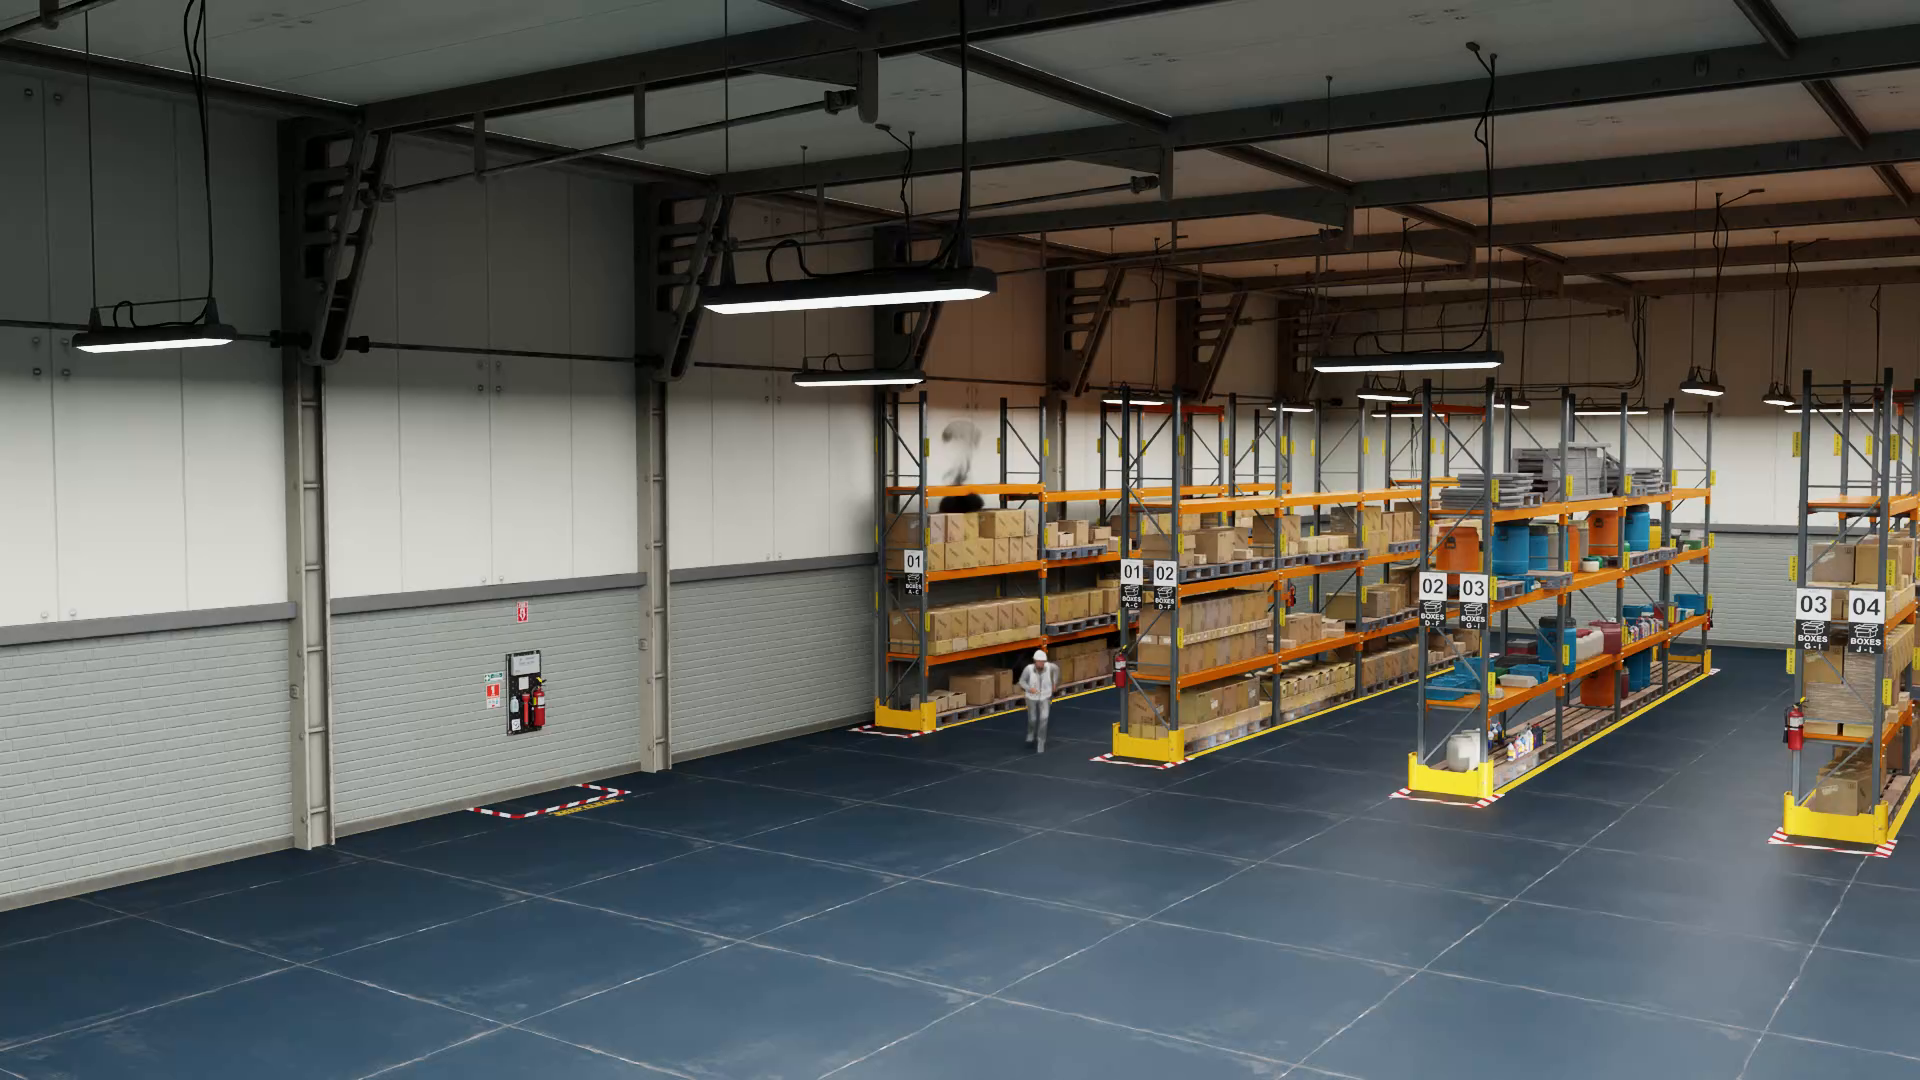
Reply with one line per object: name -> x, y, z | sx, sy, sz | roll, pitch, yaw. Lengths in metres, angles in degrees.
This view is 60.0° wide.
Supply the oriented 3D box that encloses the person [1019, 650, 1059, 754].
person -> 1.292, 2.650, 27.619 | 0.701, 1.734, 1.043 | 0, 3, -8
